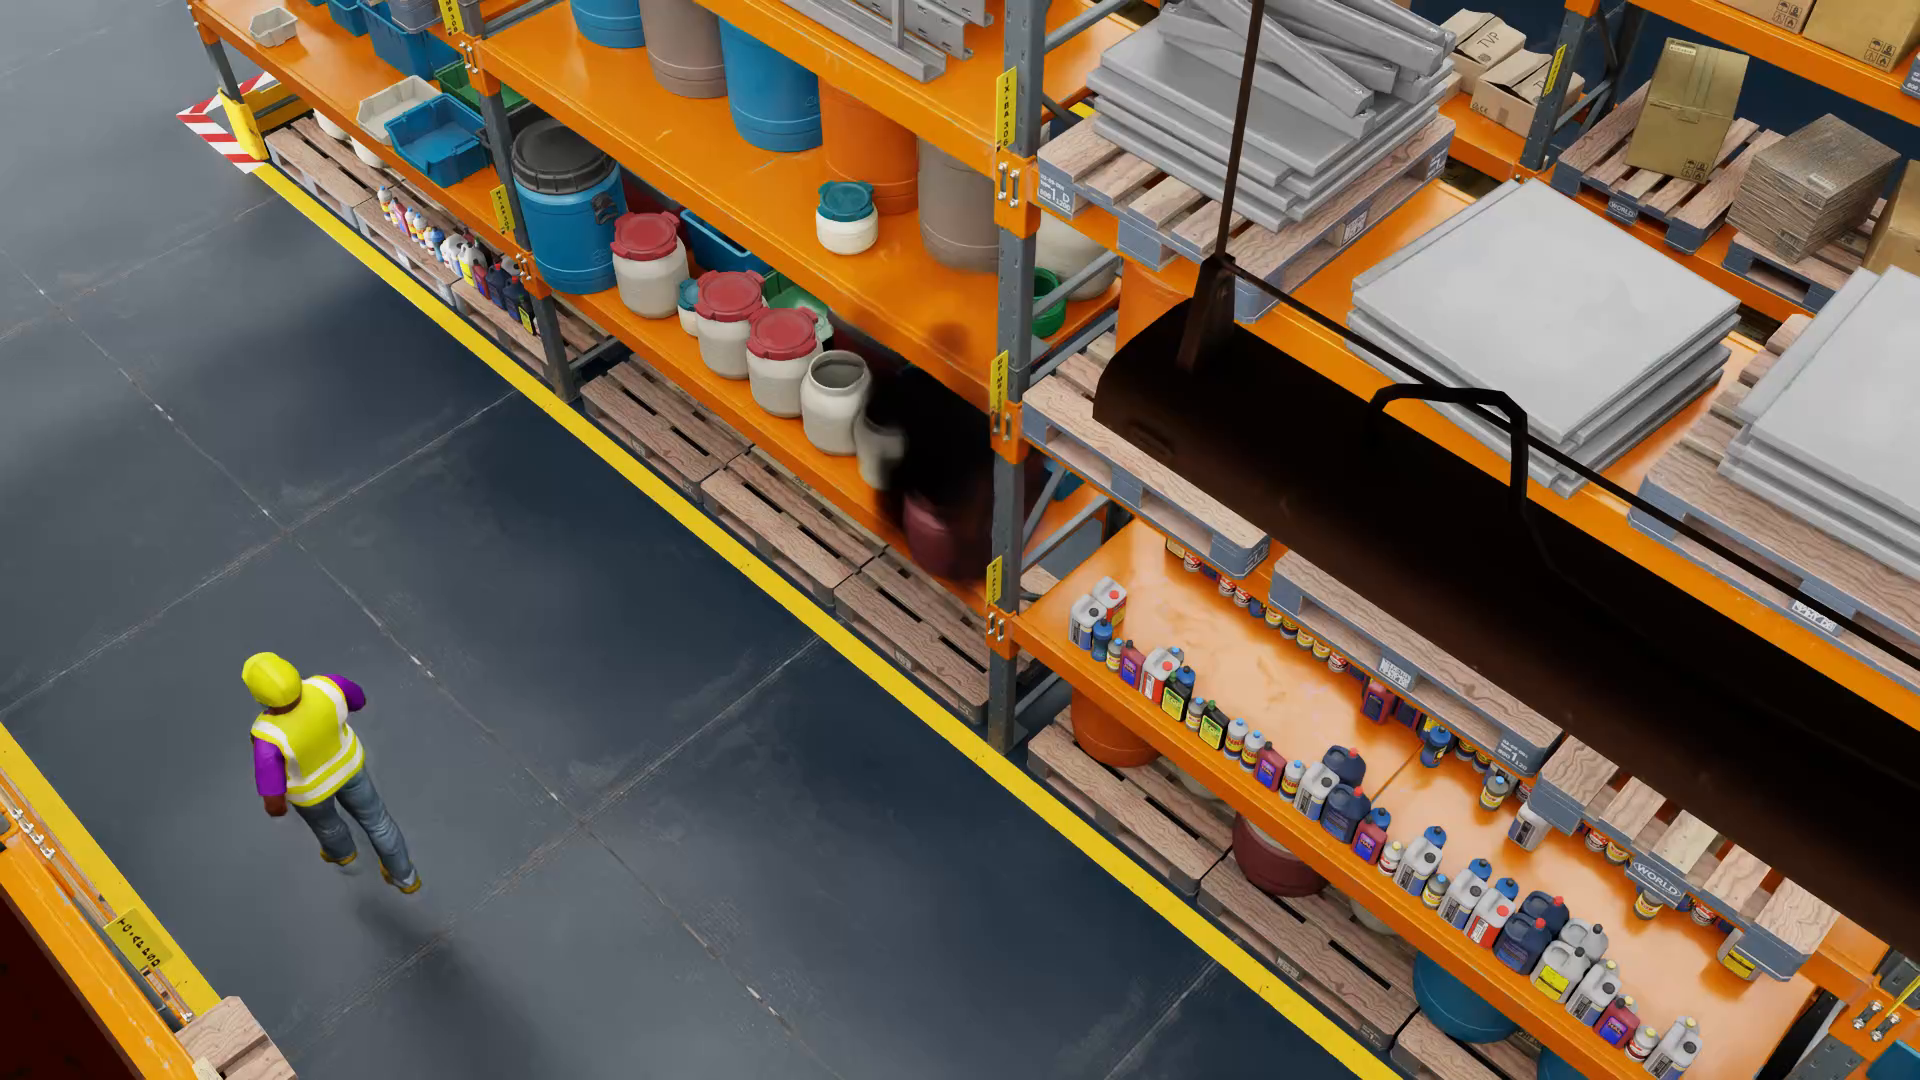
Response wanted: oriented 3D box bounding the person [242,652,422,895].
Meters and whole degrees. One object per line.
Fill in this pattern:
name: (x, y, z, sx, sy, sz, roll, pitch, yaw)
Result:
person: (-3.031, 1.123, 7.920, 0.712, 1.854, 0.677, 35, 58, 26)
